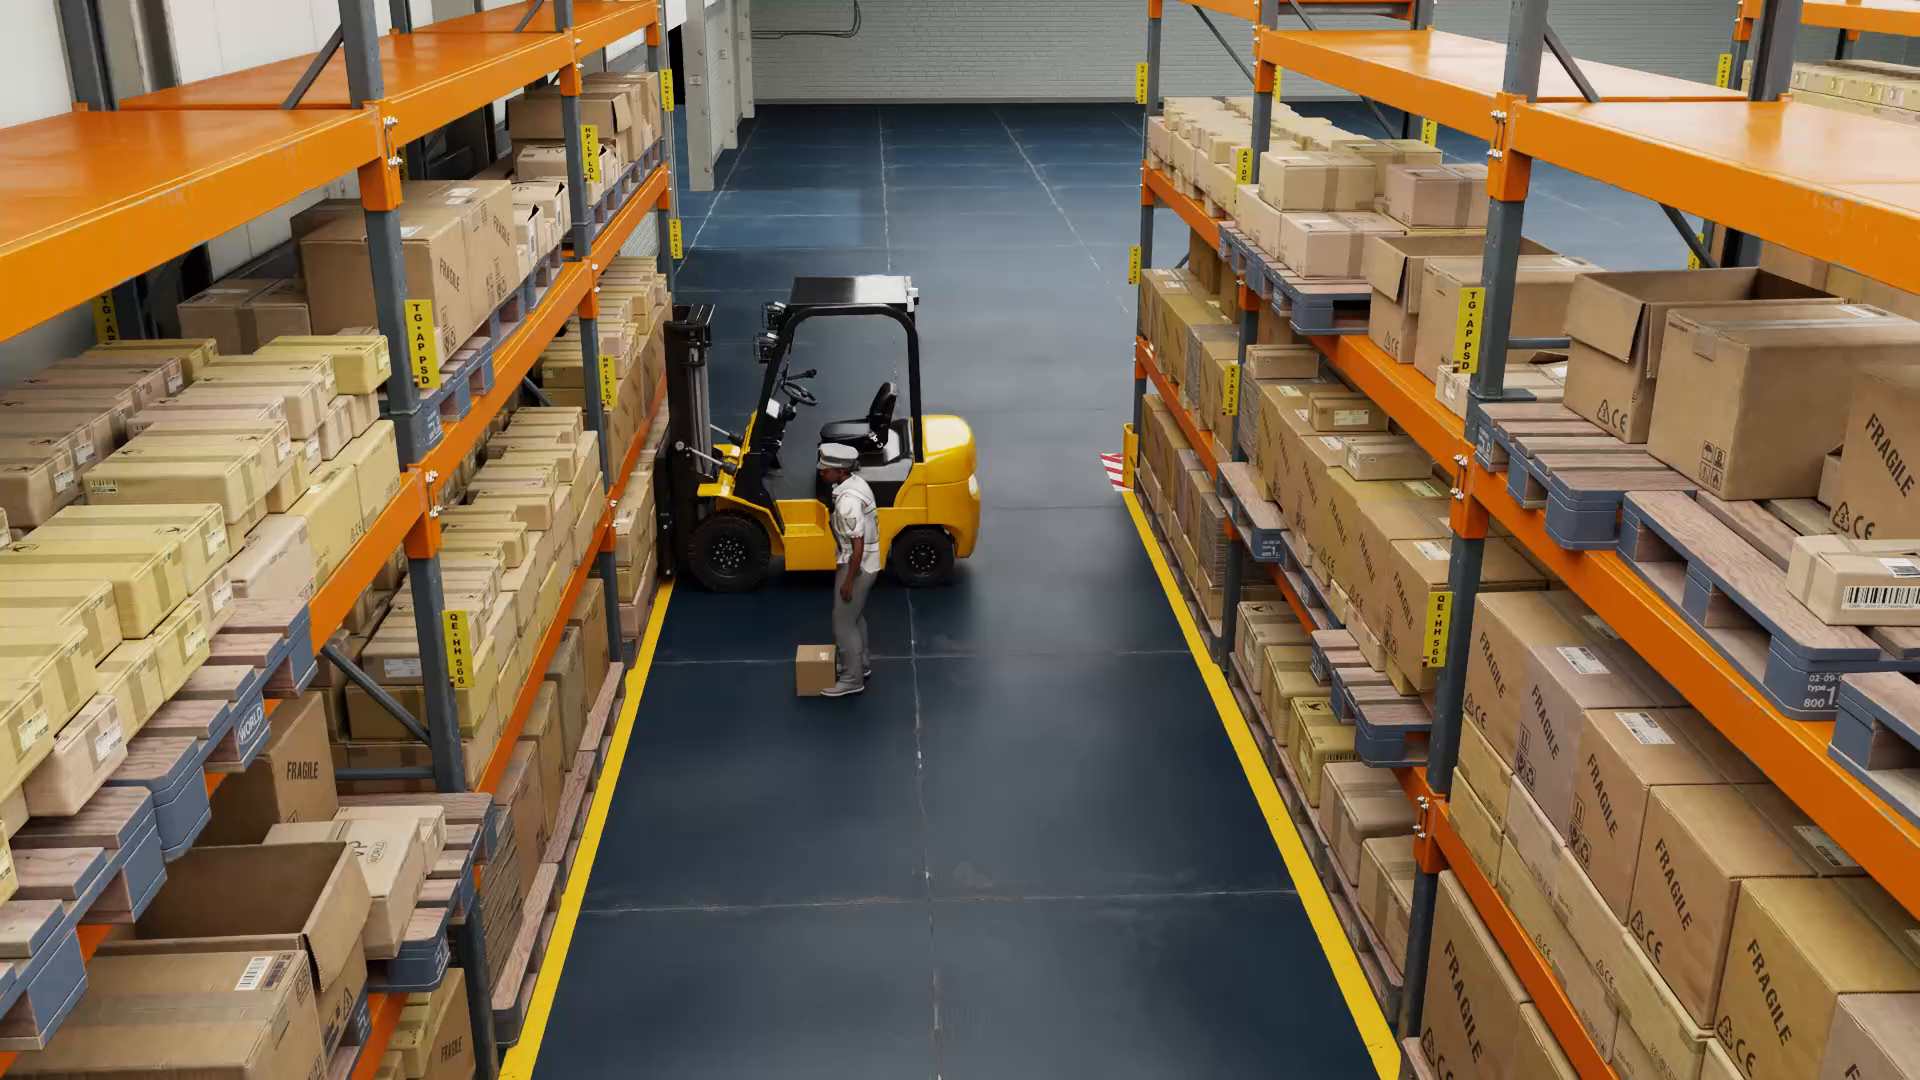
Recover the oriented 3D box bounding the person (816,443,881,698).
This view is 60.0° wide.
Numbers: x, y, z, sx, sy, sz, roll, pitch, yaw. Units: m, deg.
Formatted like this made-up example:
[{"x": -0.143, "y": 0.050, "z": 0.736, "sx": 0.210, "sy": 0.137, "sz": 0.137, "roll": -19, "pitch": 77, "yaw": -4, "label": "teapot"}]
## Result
[{"x": -0.715, "y": 0.180, "z": 10.591, "sx": 0.421, "sy": 1.664, "sz": 0.532, "roll": -2, "pitch": 21, "yaw": -6, "label": "person"}]
